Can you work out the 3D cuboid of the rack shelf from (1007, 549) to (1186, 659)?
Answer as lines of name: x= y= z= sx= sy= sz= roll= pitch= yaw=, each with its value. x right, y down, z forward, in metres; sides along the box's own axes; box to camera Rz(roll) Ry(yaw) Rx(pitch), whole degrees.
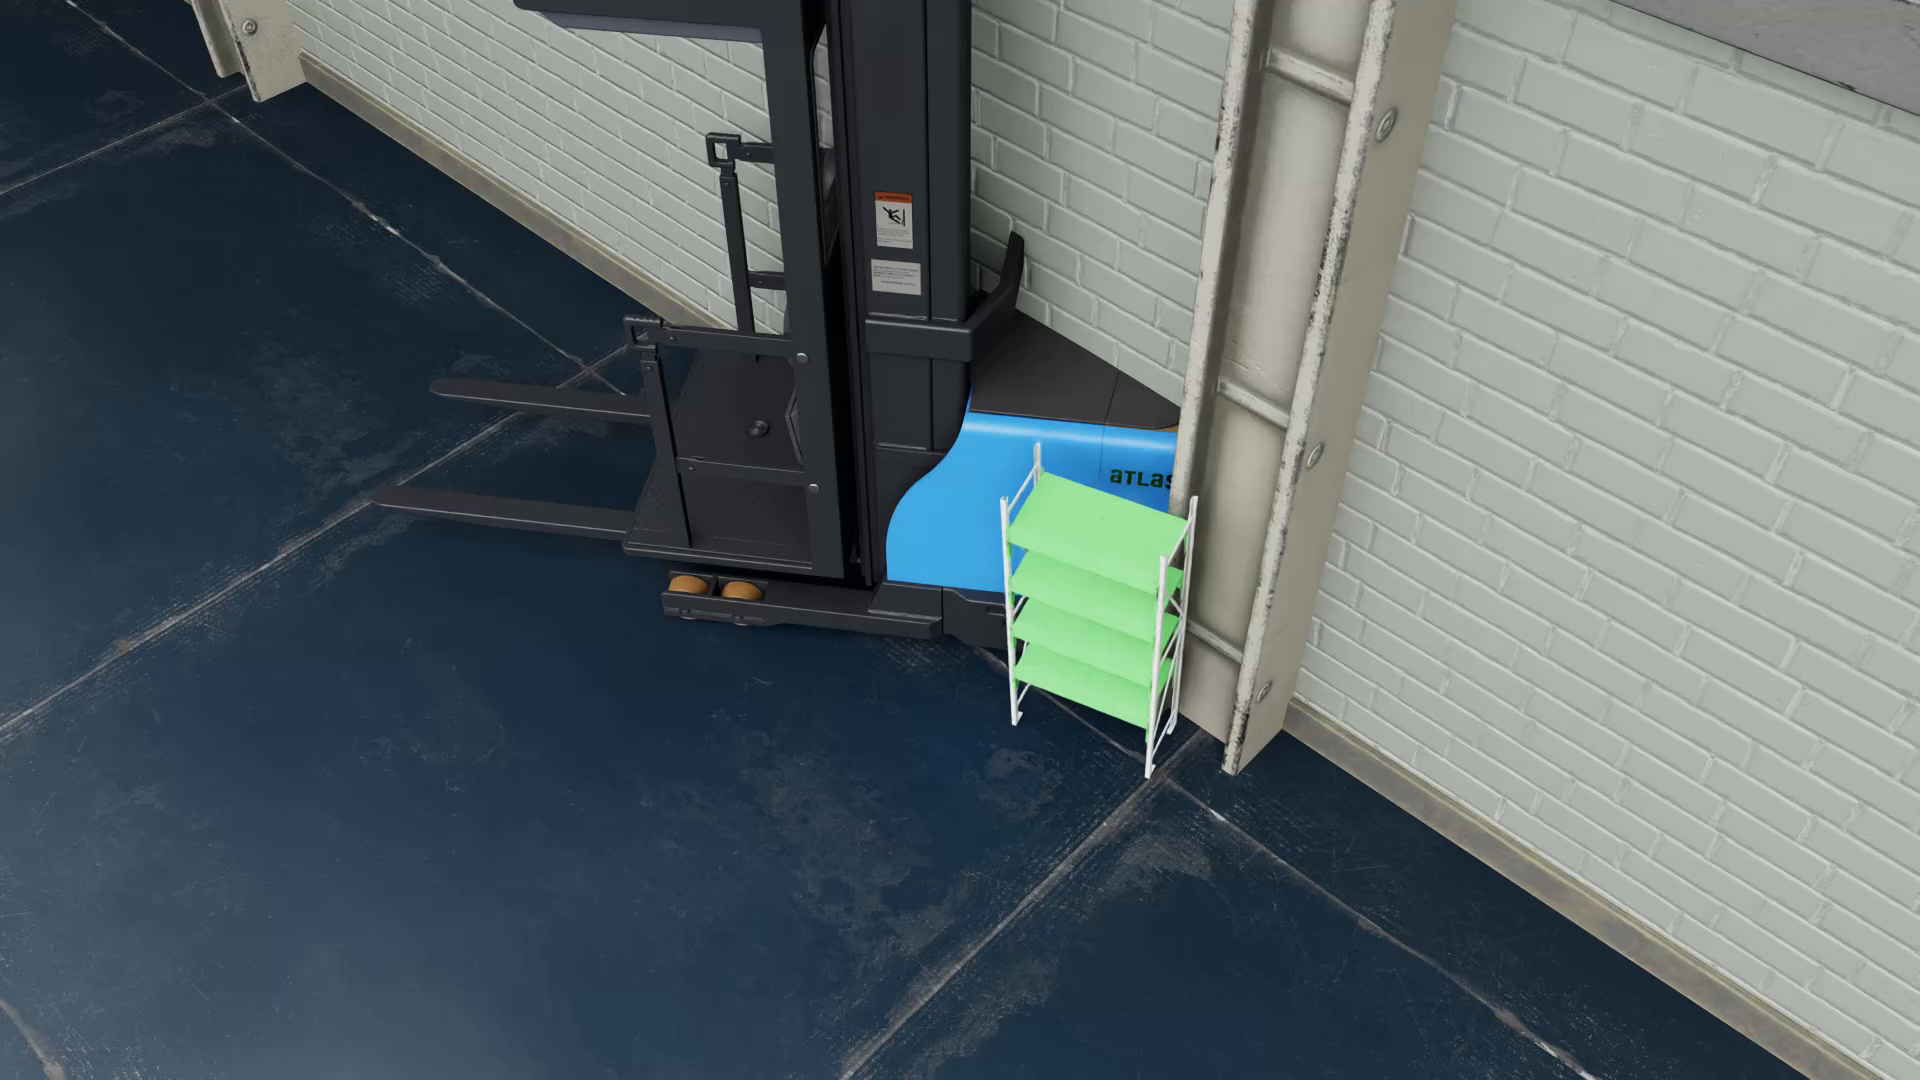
rack shelf: x=0.415 y=0.144 z=5.034 sx=0.480 sy=0.148 sz=0.258 roll=20 pitch=56 yaw=18

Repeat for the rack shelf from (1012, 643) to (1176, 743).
rack shelf: x=0.440 y=0.439 z=5.411 sx=0.480 sy=0.148 sz=0.258 roll=20 pitch=56 yaw=18

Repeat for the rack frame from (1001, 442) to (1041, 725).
rack frame: x=0.206 y=0.173 z=5.249 sx=0.015 sy=1.200 sz=0.240 roll=20 pitch=56 yaw=18

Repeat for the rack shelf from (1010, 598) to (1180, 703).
rack shelf: x=0.427 y=0.291 z=5.223 sx=0.480 sy=0.148 sz=0.258 roll=20 pitch=56 yaw=18

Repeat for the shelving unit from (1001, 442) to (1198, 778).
shelving unit: x=0.424 y=0.252 z=5.173 sx=0.503 sy=1.200 sz=0.258 roll=20 pitch=56 yaw=18

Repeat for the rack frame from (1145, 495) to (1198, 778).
rack frame: x=0.642 y=0.331 z=5.096 sx=0.015 sy=1.200 sz=0.240 roll=20 pitch=56 yaw=18

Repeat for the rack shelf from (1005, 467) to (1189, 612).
rack shelf: x=0.402 y=-0.004 z=4.845 sx=0.480 sy=0.148 sz=0.258 roll=20 pitch=56 yaw=18

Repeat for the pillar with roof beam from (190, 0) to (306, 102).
pillar with roof beam: x=-6.461 y=-3.136 z=3.022 sx=0.400 sy=9.000 sz=9.100 roll=34 pitch=55 yaw=28

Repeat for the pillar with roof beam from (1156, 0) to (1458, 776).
pillar with roof beam: x=-2.052 y=-0.169 z=0.236 sx=0.400 sy=9.000 sz=9.100 roll=34 pitch=55 yaw=28

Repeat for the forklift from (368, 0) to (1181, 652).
forklift: x=-0.621 y=-1.072 z=5.246 sx=3.031 sy=2.935 sz=1.130 roll=6 pitch=47 yaw=6
